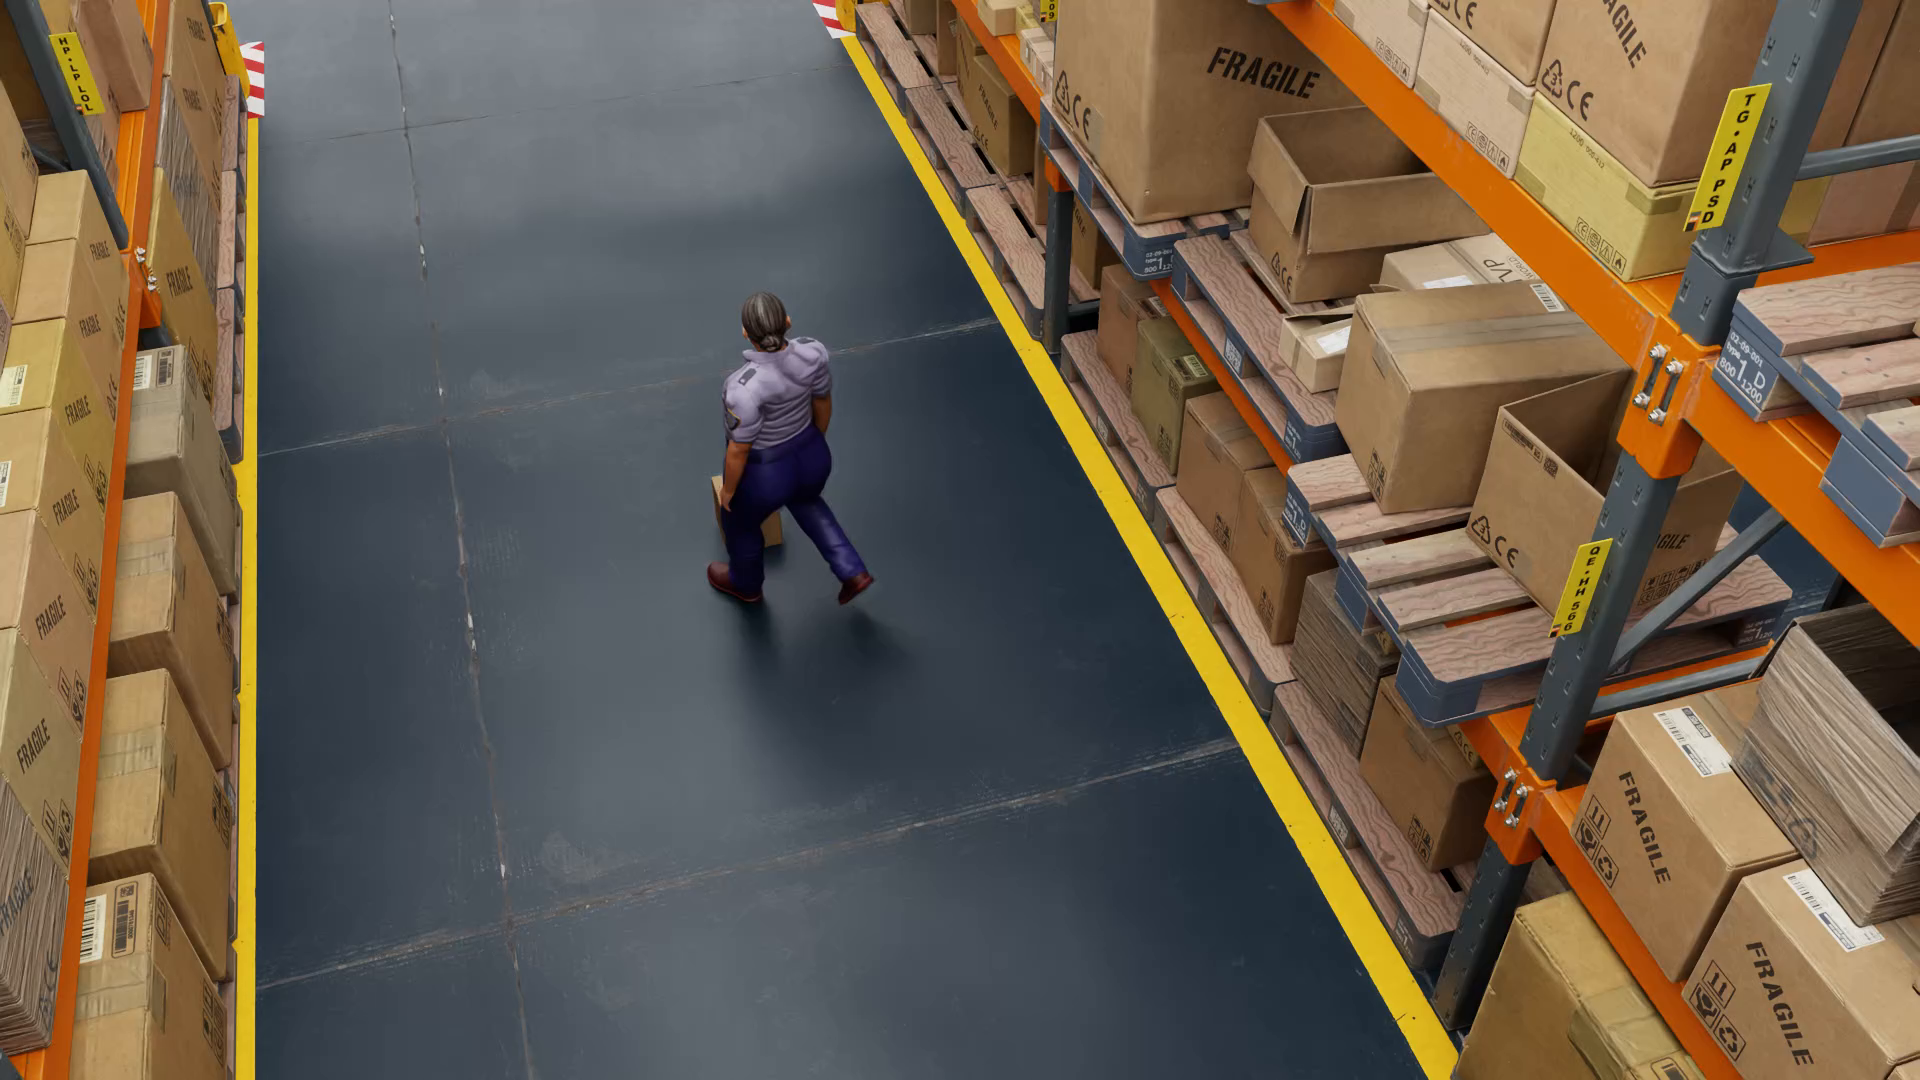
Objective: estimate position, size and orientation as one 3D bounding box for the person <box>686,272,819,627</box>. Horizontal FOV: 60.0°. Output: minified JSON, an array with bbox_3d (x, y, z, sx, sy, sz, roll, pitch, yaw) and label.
[{"bbox_3d":[-0.846,-0.387,6.602,0.521,1.667,0.537,-18,46,-19],"label":"person"}]
